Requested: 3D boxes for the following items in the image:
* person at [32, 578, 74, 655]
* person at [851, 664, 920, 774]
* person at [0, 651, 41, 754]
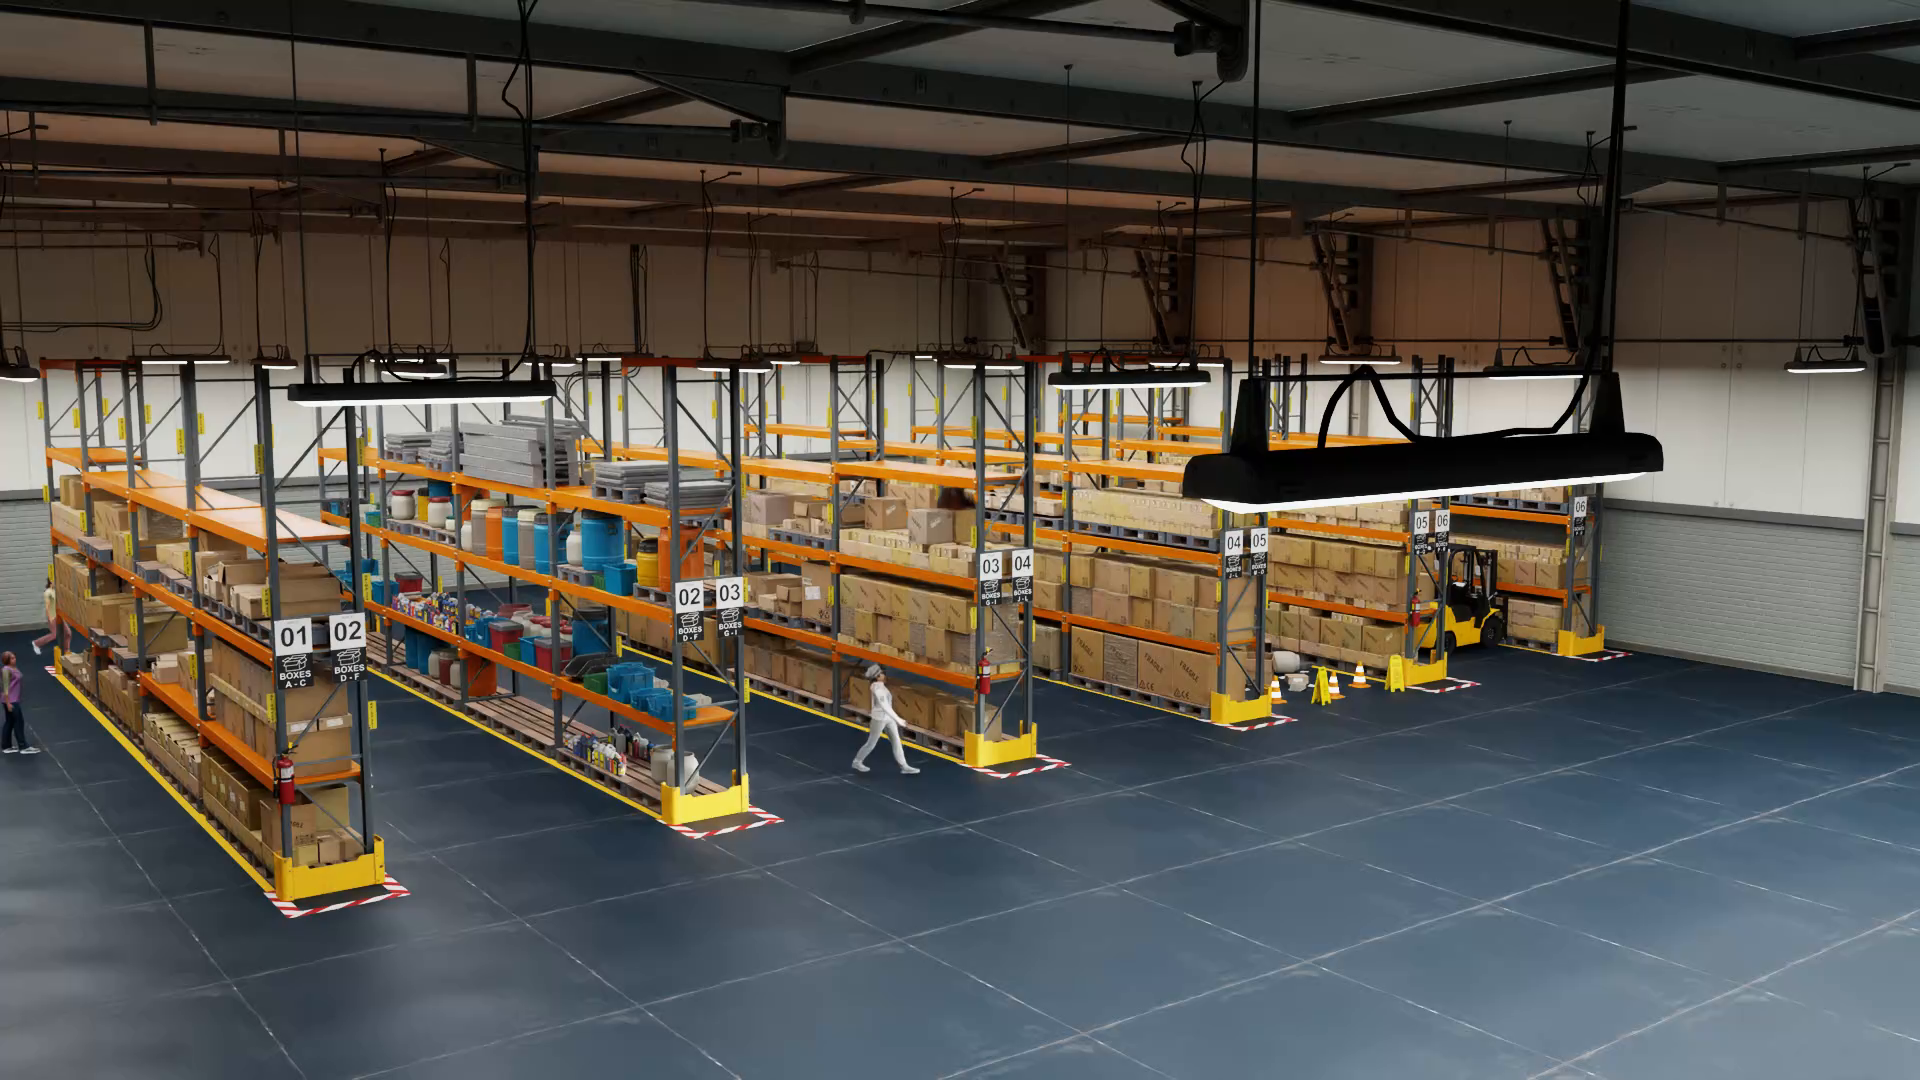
[{"bbox_3d":[-18.100,1.527,33.184,0.738,1.634,0.473,0,7,2],"label":"person"},{"bbox_3d":[-1.107,2.607,24.207,1.015,1.625,0.448,3,7,22],"label":"person"},{"bbox_3d":[-14.466,2.480,25.530,0.526,1.596,0.452,-4,8,-29],"label":"person"}]
